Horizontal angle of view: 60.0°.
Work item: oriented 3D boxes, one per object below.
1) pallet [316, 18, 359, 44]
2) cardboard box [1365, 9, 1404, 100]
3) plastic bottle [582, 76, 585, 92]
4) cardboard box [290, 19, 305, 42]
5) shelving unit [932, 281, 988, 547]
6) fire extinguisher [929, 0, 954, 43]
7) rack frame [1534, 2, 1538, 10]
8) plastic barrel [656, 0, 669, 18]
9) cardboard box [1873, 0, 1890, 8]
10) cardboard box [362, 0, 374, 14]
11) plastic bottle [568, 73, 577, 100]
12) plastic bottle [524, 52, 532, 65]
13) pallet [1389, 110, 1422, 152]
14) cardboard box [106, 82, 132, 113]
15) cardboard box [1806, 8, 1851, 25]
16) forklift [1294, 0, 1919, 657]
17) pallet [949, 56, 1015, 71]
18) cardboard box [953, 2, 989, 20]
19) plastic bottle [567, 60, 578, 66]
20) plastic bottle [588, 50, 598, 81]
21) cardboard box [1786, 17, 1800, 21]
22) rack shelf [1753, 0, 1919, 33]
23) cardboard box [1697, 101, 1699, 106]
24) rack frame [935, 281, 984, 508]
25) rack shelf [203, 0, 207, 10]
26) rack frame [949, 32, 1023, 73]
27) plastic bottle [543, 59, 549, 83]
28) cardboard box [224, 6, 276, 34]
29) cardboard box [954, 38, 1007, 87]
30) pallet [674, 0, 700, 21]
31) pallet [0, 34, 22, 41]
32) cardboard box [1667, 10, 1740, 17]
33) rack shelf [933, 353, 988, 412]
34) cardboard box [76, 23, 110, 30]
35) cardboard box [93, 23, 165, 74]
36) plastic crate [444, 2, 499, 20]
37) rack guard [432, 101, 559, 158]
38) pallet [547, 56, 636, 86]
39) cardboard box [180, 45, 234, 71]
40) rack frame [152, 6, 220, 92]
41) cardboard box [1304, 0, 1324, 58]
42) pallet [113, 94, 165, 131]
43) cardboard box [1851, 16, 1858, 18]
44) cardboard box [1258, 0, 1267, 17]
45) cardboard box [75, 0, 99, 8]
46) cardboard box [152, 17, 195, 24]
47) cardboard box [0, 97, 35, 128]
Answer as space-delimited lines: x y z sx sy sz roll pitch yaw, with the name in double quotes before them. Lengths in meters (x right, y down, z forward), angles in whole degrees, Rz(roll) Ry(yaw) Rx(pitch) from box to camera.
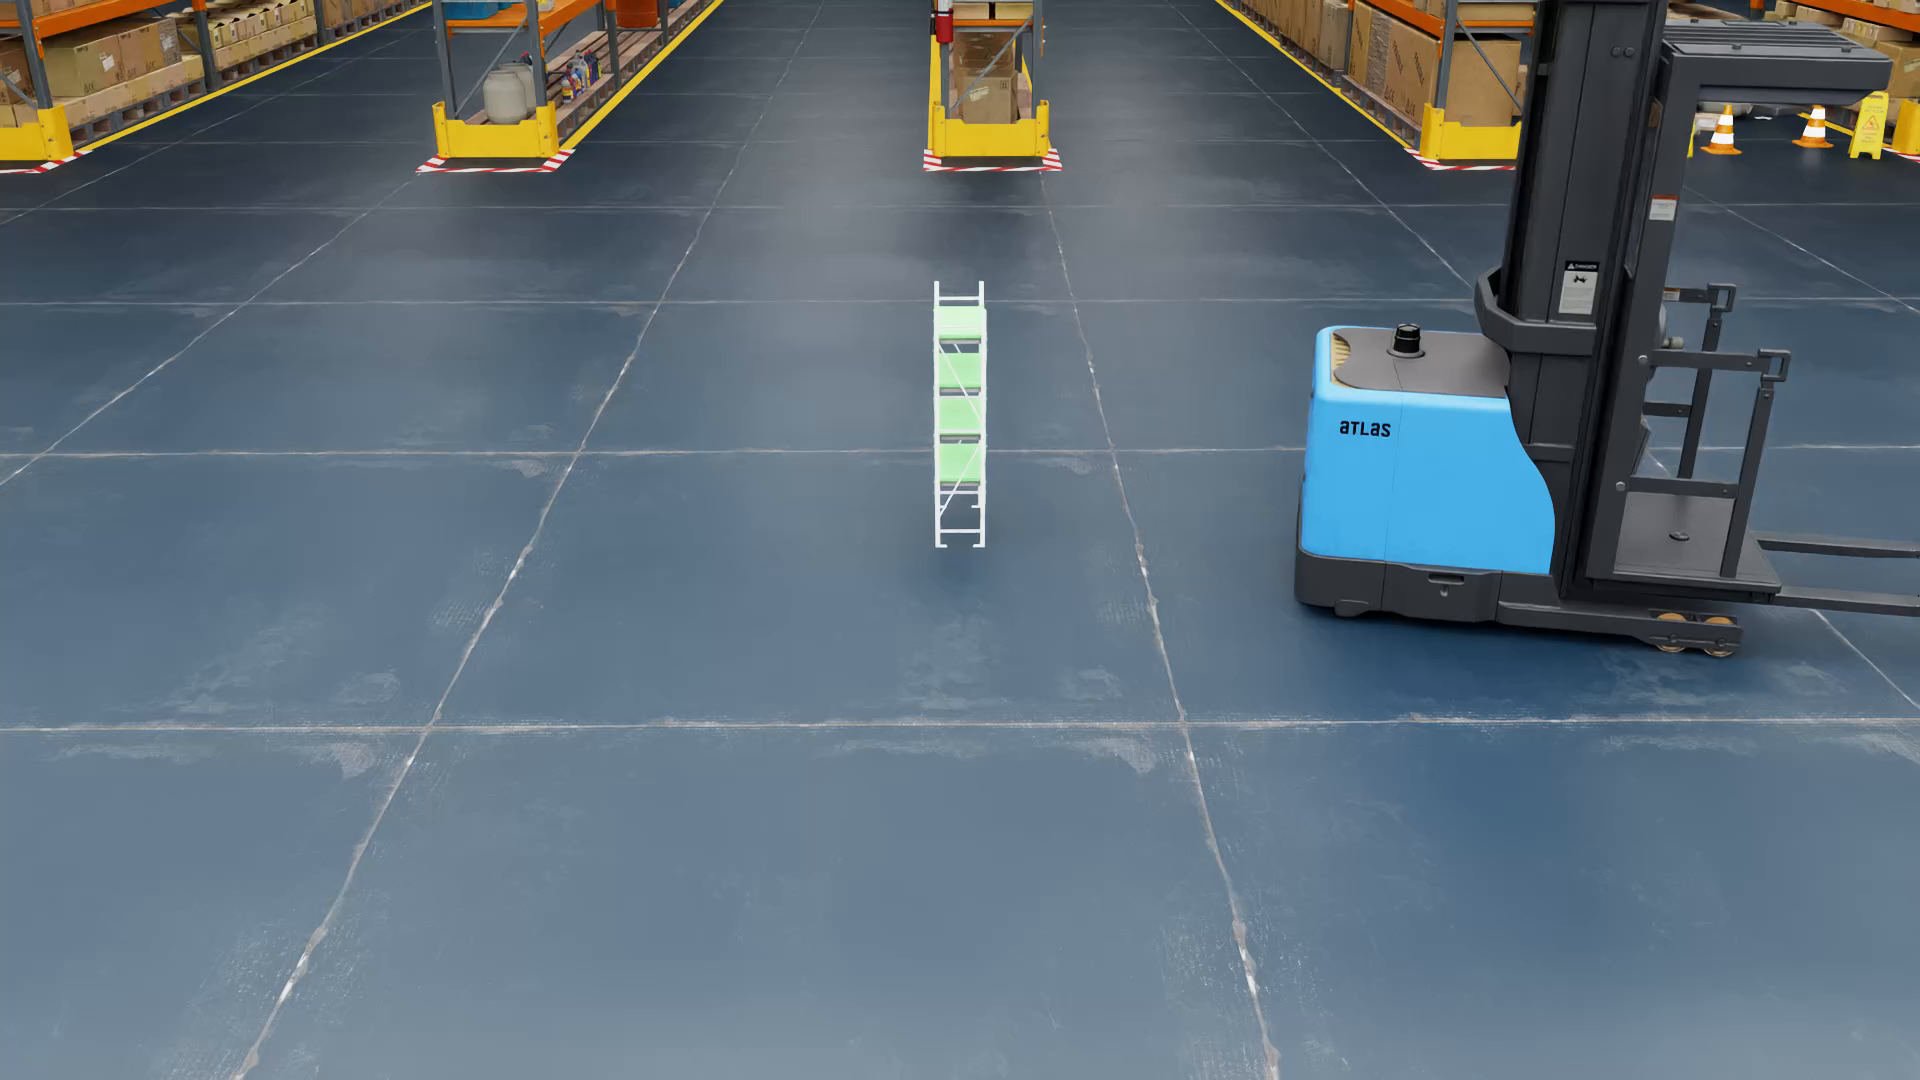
"pallet" -9.656 -7.581 24.757 1.003 0.211 1.213 0 24 -1
"cardboard box" 5.175 -5.512 18.866 0.875 0.875 0.875 0 24 0
"plastic bottle" -4.362 -5.250 19.080 0.097 0.201 0.097 0 24 0
"cardboard box" -9.427 -7.055 23.035 0.500 0.250 0.500 -1 24 -1
"shelving unit" -0.002 -0.615 8.154 0.258 1.200 0.503 0 24 -1
"fire extinguisher" -0.153 -5.206 16.215 0.296 0.674 0.183 0 24 -1
"rack frame" 10.085 -10.280 27.339 1.000 3.000 0.127 0 24 -1
"plastic barrel" -4.768 -8.324 25.432 0.600 0.588 0.708 0 24 -1
"cardboard box" 9.870 -5.689 17.494 0.380 0.149 0.250 0 24 0
"cardboard box" -9.428 -8.432 25.753 0.500 0.500 0.500 -1 24 -2
"plastic bottle" -4.338 -5.073 18.589 0.061 0.283 0.133 0 24 0
"plastic bottle" -5.096 -5.576 19.618 0.144 0.351 0.185 0 24 1
"pallet" 5.181 -4.330 17.567 1.003 0.211 1.213 0 24 -1
"cardboard box" -9.396 -4.820 18.095 0.500 0.250 0.500 0 24 -1
"cardboard box" 9.864 -5.940 18.874 0.380 0.149 0.250 1 24 2
"forklift" 3.082 -1.074 7.067 3.031 2.935 1.130 5 25 10
"pallet" 0.253 -5.989 21.236 1.003 0.211 1.213 0 24 -1
"cardboard box" 0.097 -5.293 16.617 0.380 0.149 0.250 0 24 -1
"plastic bottle" -4.540 -5.522 19.590 0.152 0.276 0.135 0 24 -1
"plastic bottle" -4.394 -5.646 19.774 0.144 0.351 0.185 -1 24 -2
"cardboard box" 9.927 -5.799 19.348 0.500 0.500 0.500 1 24 2
"rack shelf" 10.195 -5.831 18.377 1.077 0.370 4.000 0 24 -1
"cardboard box" 8.824 -5.398 19.575 0.500 0.500 0.500 19 30 35
"rack frame" -0.004 -0.715 8.376 0.240 1.200 0.015 0 24 -1
"rack shelf" -9.664 -7.392 21.827 1.077 0.370 4.000 0 24 -1
"rack frame" 0.263 -6.939 19.952 1.000 3.000 0.127 0 24 -1
"plastic bottle" -4.951 -5.576 19.620 0.144 0.351 0.185 0 24 -1
"cardboard box" -9.416 -6.895 22.001 0.500 0.311 0.500 0 24 1
"cardboard box" 0.241 -5.590 19.494 0.500 0.500 0.500 8 25 16
"pallet" -4.810 -8.624 27.063 1.003 0.211 1.213 0 24 -1
"pallet" -14.573 -7.575 24.742 1.003 0.211 1.213 0 24 -1
"cardboard box" 10.141 -7.089 22.963 0.950 0.372 0.625 -1 24 -2
"rack shelf" -0.002 -0.775 8.081 0.258 0.148 0.480 0 24 -1
"cardboard box" -9.939 -5.571 18.846 0.500 0.500 0.500 0 24 -1
"cardboard box" -9.416 -5.574 18.851 0.500 0.500 0.500 0 24 -1
"plastic crate" -4.950 -5.405 16.742 0.499 0.251 0.616 0 24 -1
"rack guard" -4.694 -4.160 16.842 1.175 0.500 0.348 0 24 -1
"pallet" -4.737 -5.969 21.193 1.003 0.211 1.213 0 24 -1
"cardboard box" -9.399 -6.002 20.707 0.500 0.250 0.500 -1 24 -2
"rack frame" -9.642 -6.896 19.857 1.000 3.000 0.127 0 24 -1
"cardboard box" 5.121 -6.739 21.730 1.050 0.750 0.750 0 24 -1
"pallet" -9.659 -4.793 18.592 1.003 0.211 1.213 0 24 -1
"cardboard box" 10.455 -5.811 19.376 0.500 0.500 0.500 0 24 0
"cardboard box" 4.888 -8.322 25.534 0.500 0.500 0.500 -1 24 -3
"cardboard box" -9.601 -5.907 17.548 0.700 0.500 0.500 0 24 0
"cardboard box" -9.946 -6.470 21.062 0.500 0.311 0.500 0 24 1
"cardboard box" -9.900 -4.406 17.178 0.500 0.250 0.500 0 24 -1
